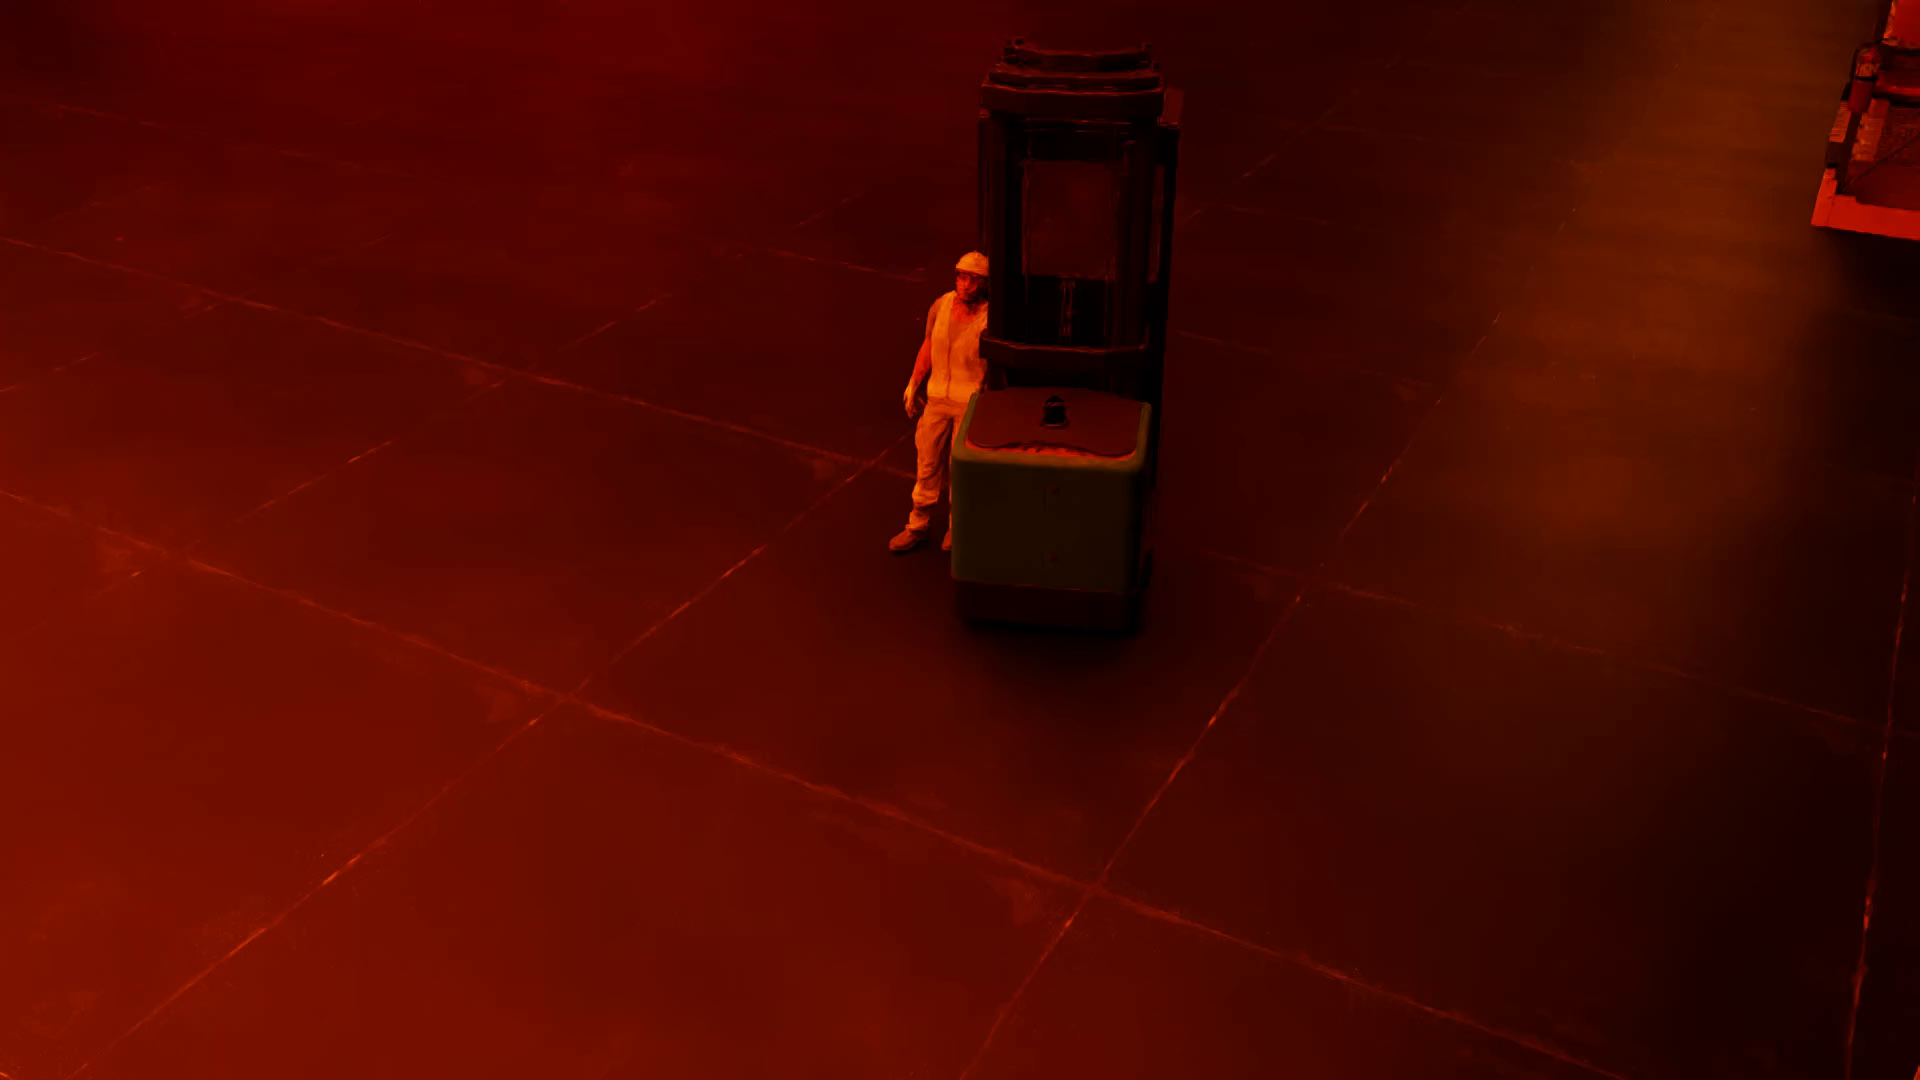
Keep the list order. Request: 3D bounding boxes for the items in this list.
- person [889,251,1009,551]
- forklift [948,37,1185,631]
[{"bbox_3d":[-0.044,-0.757,9.500,0.637,1.781,0.579,15,33,25],"label":"person"},{"bbox_3d":[0.676,-1.496,9.663,1.130,2.935,3.031,4,30,8],"label":"forklift"}]
